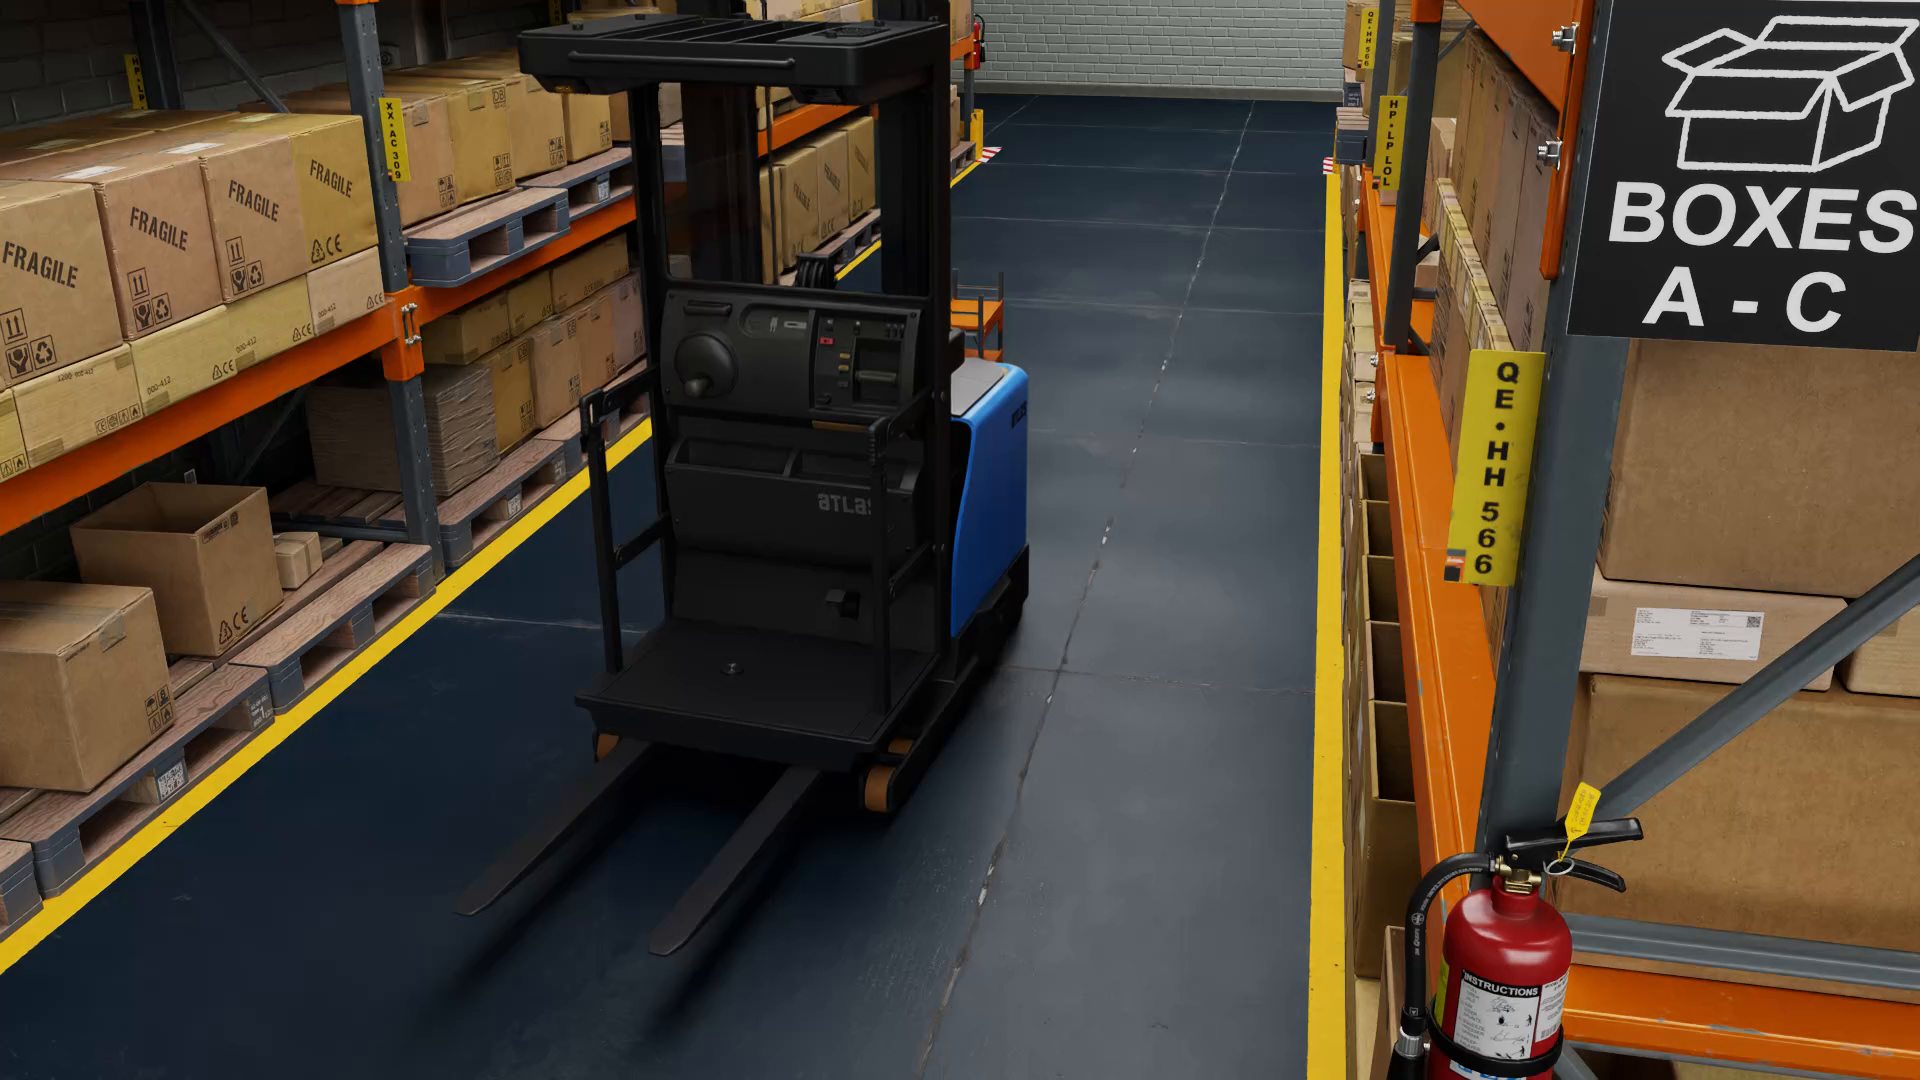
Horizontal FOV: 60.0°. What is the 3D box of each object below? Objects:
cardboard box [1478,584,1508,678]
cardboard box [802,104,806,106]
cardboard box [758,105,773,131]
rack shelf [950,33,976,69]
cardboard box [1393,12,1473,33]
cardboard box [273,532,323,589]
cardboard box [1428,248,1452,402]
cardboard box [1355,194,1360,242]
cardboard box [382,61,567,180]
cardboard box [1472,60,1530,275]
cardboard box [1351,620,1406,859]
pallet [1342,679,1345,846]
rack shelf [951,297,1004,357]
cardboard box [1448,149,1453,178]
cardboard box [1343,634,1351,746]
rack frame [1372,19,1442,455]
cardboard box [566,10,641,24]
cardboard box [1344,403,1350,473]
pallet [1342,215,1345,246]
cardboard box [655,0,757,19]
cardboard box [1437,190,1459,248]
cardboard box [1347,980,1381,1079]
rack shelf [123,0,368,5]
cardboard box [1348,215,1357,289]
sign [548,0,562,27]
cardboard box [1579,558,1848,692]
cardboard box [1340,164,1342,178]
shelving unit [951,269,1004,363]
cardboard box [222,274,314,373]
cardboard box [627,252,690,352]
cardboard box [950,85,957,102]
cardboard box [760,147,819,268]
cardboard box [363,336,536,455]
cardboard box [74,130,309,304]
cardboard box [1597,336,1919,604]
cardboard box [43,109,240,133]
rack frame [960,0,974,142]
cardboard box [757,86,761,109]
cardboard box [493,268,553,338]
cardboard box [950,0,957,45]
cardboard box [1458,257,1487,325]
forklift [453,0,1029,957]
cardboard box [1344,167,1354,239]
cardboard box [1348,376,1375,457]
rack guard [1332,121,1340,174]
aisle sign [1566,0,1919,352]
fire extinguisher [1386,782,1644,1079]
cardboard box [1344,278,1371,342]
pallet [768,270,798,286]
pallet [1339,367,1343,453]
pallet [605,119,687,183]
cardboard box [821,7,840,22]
[{"bbox_3d":[1.554,0.012,3.674,0.700,0.500,0.500,5,22,11],"label":"cardboard box"},{"bbox_3d":[-1.325,-3.353,12.473,0.380,0.149,0.250,5,23,13],"label":"cardboard box"},{"bbox_3d":[-1.490,-2.878,11.293,0.380,0.149,0.250,5,23,13],"label":"cardboard box"},{"bbox_3d":[-0.757,-4.561,16.125,1.077,0.370,4.000,4,22,11],"label":"rack shelf"},{"bbox_3d":[3.385,-3.377,11.527,0.700,0.500,0.500,-1,22,-3],"label":"cardboard box"},{"bbox_3d":[-2.877,0.071,6.866,0.380,0.166,0.250,2,22,4],"label":"cardboard box"},{"bbox_3d":[1.968,-0.744,5.553,0.700,0.500,0.500,4,22,10],"label":"cardboard box"},{"bbox_3d":[2.837,-2.097,10.799,0.500,0.250,0.500,5,23,13],"label":"cardboard box"},{"bbox_3d":[-2.435,-2.118,8.375,0.700,0.500,0.500,8,23,18],"label":"cardboard box"},{"bbox_3d":[1.764,-0.978,4.397,0.700,0.500,0.500,4,22,11],"label":"cardboard box"},{"bbox_3d":[1.348,0.566,4.547,0.500,0.500,0.500,4,22,11],"label":"cardboard box"},{"bbox_3d":[1.849,0.720,5.783,1.003,0.211,1.213,4,22,11],"label":"pallet"},{"bbox_3d":[0.034,-0.982,7.633,0.258,0.148,0.480,4,22,11],"label":"rack shelf"},{"bbox_3d":[2.333,-1.380,7.130,0.500,0.500,0.500,6,23,15],"label":"cardboard box"},{"bbox_3d":[1.554,0.549,5.594,0.500,0.250,0.500,4,22,11],"label":"cardboard box"},{"bbox_3d":[2.053,-0.861,5.976,1.000,3.000,0.127,4,22,11],"label":"rack frame"},{"bbox_3d":[-2.073,-3.004,9.707,0.380,0.149,0.250,1,22,2],"label":"cardboard box"},{"bbox_3d":[2.168,-0.512,8.228,0.500,0.250,0.500,5,22,12],"label":"cardboard box"},{"bbox_3d":[3.826,-2.744,14.385,1.003,0.211,1.213,4,22,11],"label":"pallet"},{"bbox_3d":[-1.630,-3.398,10.714,0.500,0.250,0.500,5,22,12],"label":"cardboard box"},{"bbox_3d":[1.757,-1.033,5.401,0.380,0.149,0.250,5,22,12],"label":"cardboard box"},{"bbox_3d":[1.147,1.280,3.778,0.500,0.250,0.500,4,22,11],"label":"cardboard box"},{"bbox_3d":[-3.206,-1.563,4.668,1.077,0.370,4.000,4,22,11],"label":"rack shelf"},{"bbox_3d":[2.936,-1.918,11.357,0.500,0.500,0.500,4,22,9],"label":"cardboard box"},{"bbox_3d":[-2.525,-3.278,10.428,0.100,0.325,0.005,4,22,11],"label":"sign"},{"bbox_3d":[1.128,0.100,2.587,0.380,0.149,0.250,4,22,10],"label":"cardboard box"},{"bbox_3d":[3.909,-3.635,15.956,0.500,0.250,0.500,4,22,11],"label":"cardboard box"},{"bbox_3d":[0.034,-0.617,7.780,0.258,1.200,0.503,4,22,11],"label":"shelving unit"},{"bbox_3d":[-2.707,-0.799,5.996,0.500,0.250,0.500,5,22,11],"label":"cardboard box"},{"bbox_3d":[-2.077,-1.477,10.264,0.700,0.500,0.500,5,22,12],"label":"cardboard box"},{"bbox_3d":[-0.242,-4.638,17.269,0.380,0.149,0.250,4,22,10],"label":"cardboard box"},{"bbox_3d":[-1.518,-2.476,12.303,0.750,0.750,0.750,4,22,11],"label":"cardboard box"},{"bbox_3d":[-2.607,-0.745,8.445,0.700,0.500,0.500,4,22,10],"label":"cardboard box"},{"bbox_3d":[-2.687,-1.145,5.852,0.500,0.500,0.500,4,22,11],"label":"cardboard box"},{"bbox_3d":[1.355,-0.235,2.552,0.700,0.500,0.500,5,22,11],"label":"cardboard box"},{"bbox_3d":[-3.098,-1.369,6.407,0.500,0.500,0.500,4,22,10],"label":"cardboard box"},{"bbox_3d":[-0.349,-5.626,17.807,1.000,3.000,0.127,4,22,11],"label":"rack frame"},{"bbox_3d":[-1.632,-3.052,10.857,0.500,0.500,0.500,5,22,13],"label":"cardboard box"},{"bbox_3d":[-2.475,-1.252,8.700,0.500,0.250,0.500,4,22,9],"label":"cardboard box"},{"bbox_3d":[-0.581,-5.311,16.623,0.980,0.700,0.700,4,22,10],"label":"cardboard box"},{"bbox_3d":[1.549,-0.653,4.458,0.380,0.149,0.250,4,22,9],"label":"cardboard box"},{"bbox_3d":[-0.644,-0.610,5.444,1.130,2.935,3.031,7,23,16],"label":"forklift"},{"bbox_3d":[3.348,-2.673,13.232,0.500,0.500,0.500,3,22,8],"label":"cardboard box"},{"bbox_3d":[2.059,-0.583,7.655,0.500,0.311,0.500,4,22,11],"label":"cardboard box"},{"bbox_3d":[4.486,-4.062,17.271,1.175,0.500,0.348,4,22,11],"label":"rack guard"},{"bbox_3d":[0.936,-0.602,1.854,0.394,0.787,0.004,4,22,11],"label":"aisle sign"},{"bbox_3d":[0.758,0.646,2.339,0.296,0.674,0.183,4,22,11],"label":"fire extinguisher"},{"bbox_3d":[2.475,-1.334,9.519,0.500,0.311,0.500,5,23,13],"label":"cardboard box"},{"bbox_3d":[-1.747,-1.689,11.765,1.003,0.211,1.213,4,22,11],"label":"pallet"},{"bbox_3d":[2.663,-0.732,9.389,1.003,0.211,1.213,4,22,11],"label":"pallet"},{"bbox_3d":[-2.022,-2.342,9.911,1.213,0.211,1.003,4,22,11],"label":"pallet"},{"bbox_3d":[-1.218,-3.798,12.710,0.500,0.500,0.500,4,22,11],"label":"cardboard box"}]
